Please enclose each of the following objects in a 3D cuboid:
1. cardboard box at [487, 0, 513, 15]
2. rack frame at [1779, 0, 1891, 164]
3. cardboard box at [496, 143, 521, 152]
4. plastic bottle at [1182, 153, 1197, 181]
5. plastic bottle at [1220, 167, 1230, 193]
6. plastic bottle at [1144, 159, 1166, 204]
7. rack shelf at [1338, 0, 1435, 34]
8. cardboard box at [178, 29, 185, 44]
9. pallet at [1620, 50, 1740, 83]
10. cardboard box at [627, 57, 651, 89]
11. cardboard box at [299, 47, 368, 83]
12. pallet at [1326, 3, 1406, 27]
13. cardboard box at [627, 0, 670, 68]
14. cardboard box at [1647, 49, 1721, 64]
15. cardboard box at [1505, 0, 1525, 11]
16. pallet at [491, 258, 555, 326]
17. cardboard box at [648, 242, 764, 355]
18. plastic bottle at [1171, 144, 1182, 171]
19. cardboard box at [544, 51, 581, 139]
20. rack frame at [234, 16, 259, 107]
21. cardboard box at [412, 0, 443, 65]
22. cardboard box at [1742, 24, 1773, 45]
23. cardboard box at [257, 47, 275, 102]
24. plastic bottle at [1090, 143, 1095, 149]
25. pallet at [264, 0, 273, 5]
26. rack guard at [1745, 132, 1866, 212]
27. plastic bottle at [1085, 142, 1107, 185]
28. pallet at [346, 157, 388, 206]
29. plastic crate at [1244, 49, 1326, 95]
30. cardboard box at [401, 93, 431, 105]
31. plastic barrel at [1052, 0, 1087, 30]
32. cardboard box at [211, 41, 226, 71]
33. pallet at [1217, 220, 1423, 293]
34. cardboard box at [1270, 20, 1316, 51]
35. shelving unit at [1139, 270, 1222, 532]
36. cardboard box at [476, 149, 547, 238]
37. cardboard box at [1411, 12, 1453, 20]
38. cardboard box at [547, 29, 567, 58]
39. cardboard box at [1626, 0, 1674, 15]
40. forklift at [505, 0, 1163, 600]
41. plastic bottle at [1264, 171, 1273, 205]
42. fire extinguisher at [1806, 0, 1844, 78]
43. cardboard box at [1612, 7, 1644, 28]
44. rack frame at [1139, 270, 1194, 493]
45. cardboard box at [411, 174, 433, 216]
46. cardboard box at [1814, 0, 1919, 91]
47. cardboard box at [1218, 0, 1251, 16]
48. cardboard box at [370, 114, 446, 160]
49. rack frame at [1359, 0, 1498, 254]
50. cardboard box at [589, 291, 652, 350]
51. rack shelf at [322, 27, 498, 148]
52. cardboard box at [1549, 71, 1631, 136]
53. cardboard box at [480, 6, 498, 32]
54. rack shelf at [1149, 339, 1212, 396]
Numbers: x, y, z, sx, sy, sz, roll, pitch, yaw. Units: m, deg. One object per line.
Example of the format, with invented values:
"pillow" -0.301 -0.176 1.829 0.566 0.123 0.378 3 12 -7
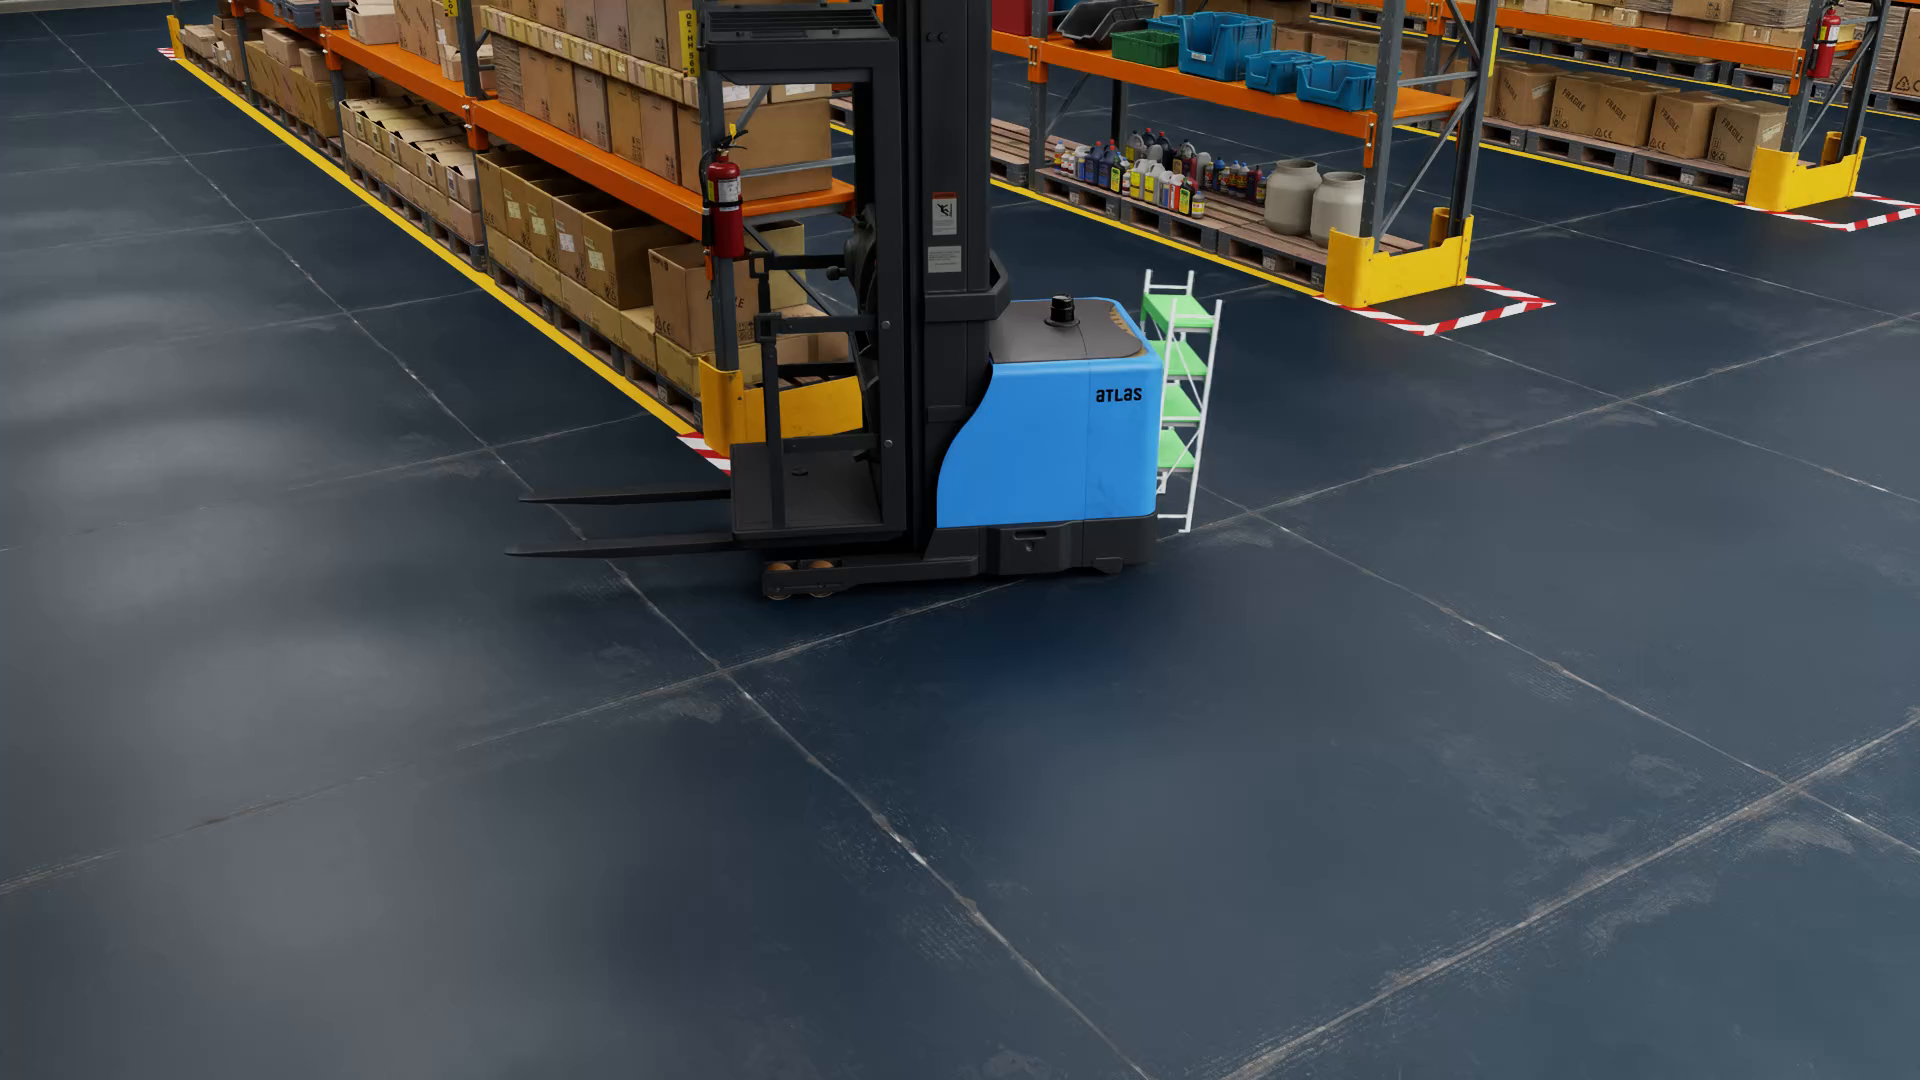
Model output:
"cardboard box" -2.840 -3.911 11.385 0.700 0.500 0.500 -15 29 -29
"rack frame" 7.398 -4.313 13.873 1.000 3.000 0.127 -16 29 -30
"cardboard box" -3.374 -3.023 13.211 0.500 0.311 0.500 -16 30 -30
"plastic bottle" 1.935 -3.129 14.030 0.061 0.283 0.133 -16 29 -30
"plastic bottle" 2.223 -3.007 13.869 0.097 0.201 0.097 0 25 0
"plastic bottle" 1.594 -2.919 13.507 0.144 0.351 0.185 -14 29 -27
"rack shelf" 4.122 -6.134 18.572 1.077 0.370 4.000 -16 29 -30
"cardboard box" -9.698 -6.409 21.136 0.380 0.149 0.250 -16 29 -30
"pallet" 8.941 -5.861 20.418 1.003 0.211 1.213 -16 29 -30
"cardboard box" -1.692 -2.712 9.604 0.380 0.149 0.250 -15 29 -29
"cardboard box" -6.013 -4.574 15.960 0.500 0.250 0.500 -14 29 -28
"pallet" 6.154 -7.749 24.418 1.003 0.211 1.213 -16 29 -30
"cardboard box" -1.469 -3.013 9.483 0.700 0.500 0.500 -16 30 -31
"cardboard box" 9.011 -6.237 20.092 1.050 0.750 0.750 -16 29 -30
"cardboard box" 5.509 -5.221 16.089 0.380 0.149 0.250 -16 29 -30
"pallet" -2.689 -1.881 11.988 1.003 0.211 1.213 -16 29 -30
"cardboard box" -1.446 -1.414 9.582 0.500 0.500 0.500 -16 29 -30
"plastic bottle" 1.886 -3.280 14.350 0.061 0.283 0.133 -13 28 -26
"cardboard box" -2.277 -2.957 10.883 0.700 0.500 0.500 -15 29 -29
"rack frame" -7.455 -6.298 18.077 1.000 3.000 0.127 -16 29 -30
"cardboard box" -4.055 -4.128 13.363 0.500 0.500 0.500 -15 29 -29
"cardboard box" 6.933 -4.343 14.230 0.380 0.149 0.250 -16 29 -30
"cardboard box" -7.095 -4.949 17.631 0.500 0.500 0.500 -15 29 -29
"plastic bottle" 1.159 -3.260 14.308 0.061 0.283 0.133 -16 29 -30
"pallet" -6.337 -5.475 16.559 1.003 0.211 1.213 -16 29 -30
"rack guard" 7.356 -3.210 14.464 1.175 0.500 0.348 -16 29 -30
"plastic bottle" 1.157 -3.205 14.113 0.144 0.351 0.185 -15 29 -28
"pallet" -4.855 -3.303 14.999 1.003 0.211 1.213 -16 29 -30
"plastic crate" 2.374 -3.434 12.186 0.499 0.251 0.408 -16 29 -30
"cardboard box" -4.779 -3.937 15.149 0.500 0.311 0.500 -15 29 -28
"plastic barrel" 1.107 -5.025 14.794 0.600 0.901 0.708 -16 29 -30
"cardboard box" -8.413 -5.687 19.417 0.500 0.311 0.500 -16 29 -30
"pallet" 2.728 -2.206 12.675 1.003 0.211 1.213 -16 29 -30
"cardboard box" 3.726 -5.813 19.462 0.700 0.500 0.500 -18 31 -34
"shelving unit" 1.037 -0.690 8.287 0.258 1.200 0.503 0 25 -9
"cardboard box" -3.097 -2.483 11.847 0.500 0.500 0.500 -16 29 -30
"cardboard box" 6.663 -7.528 23.120 0.500 0.500 0.500 -16 29 -30
"cardboard box" -2.397 -3.174 10.582 0.380 0.149 0.250 -17 30 -31
"cardboard box" 6.510 -5.036 14.938 0.875 0.500 0.500 -16 29 -30
"forklift" -0.625 -1.289 7.547 3.031 2.935 1.130 -3 25 -7
"plastic bottle" 2.519 -2.845 13.444 0.097 0.271 0.097 0 25 0
"fire extinguisher" 7.074 -4.130 13.575 0.296 0.674 0.183 -16 29 -30
"cardboard box" 6.162 -4.765 15.125 0.380 0.149 0.250 -16 29 -30
"rack frame" 1.002 -0.794 8.505 0.240 1.200 0.015 0 25 -9
"cardboard box" -4.112 -2.828 13.456 0.500 0.250 0.500 -15 29 -28
"cardboard box" 10.205 -5.530 18.447 0.875 0.875 0.875 -15 29 -29
"cardboard box" 3.421 -6.350 19.721 0.500 0.250 0.500 -14 29 -28
"cardboard box" -4.661 -3.443 14.101 0.500 0.311 0.500 -16 30 -31
"rack frame" 3.248 -3.159 11.428 1.000 3.000 0.127 -16 29 -30
"cardboard box" -2.002 -1.430 10.494 0.500 0.250 0.500 -16 29 -30
"rack shelf" -4.180 -3.827 13.685 1.077 0.370 4.000 -16 29 -30
"cardboard box" 6.123 -4.244 16.163 0.500 0.500 0.500 -19 31 -34
"cardboard box" -3.104 -3.634 11.557 0.380 0.149 0.250 -16 29 -30
"rack shelf" 1.049 -0.850 8.214 0.258 0.148 0.480 0 25 -9
